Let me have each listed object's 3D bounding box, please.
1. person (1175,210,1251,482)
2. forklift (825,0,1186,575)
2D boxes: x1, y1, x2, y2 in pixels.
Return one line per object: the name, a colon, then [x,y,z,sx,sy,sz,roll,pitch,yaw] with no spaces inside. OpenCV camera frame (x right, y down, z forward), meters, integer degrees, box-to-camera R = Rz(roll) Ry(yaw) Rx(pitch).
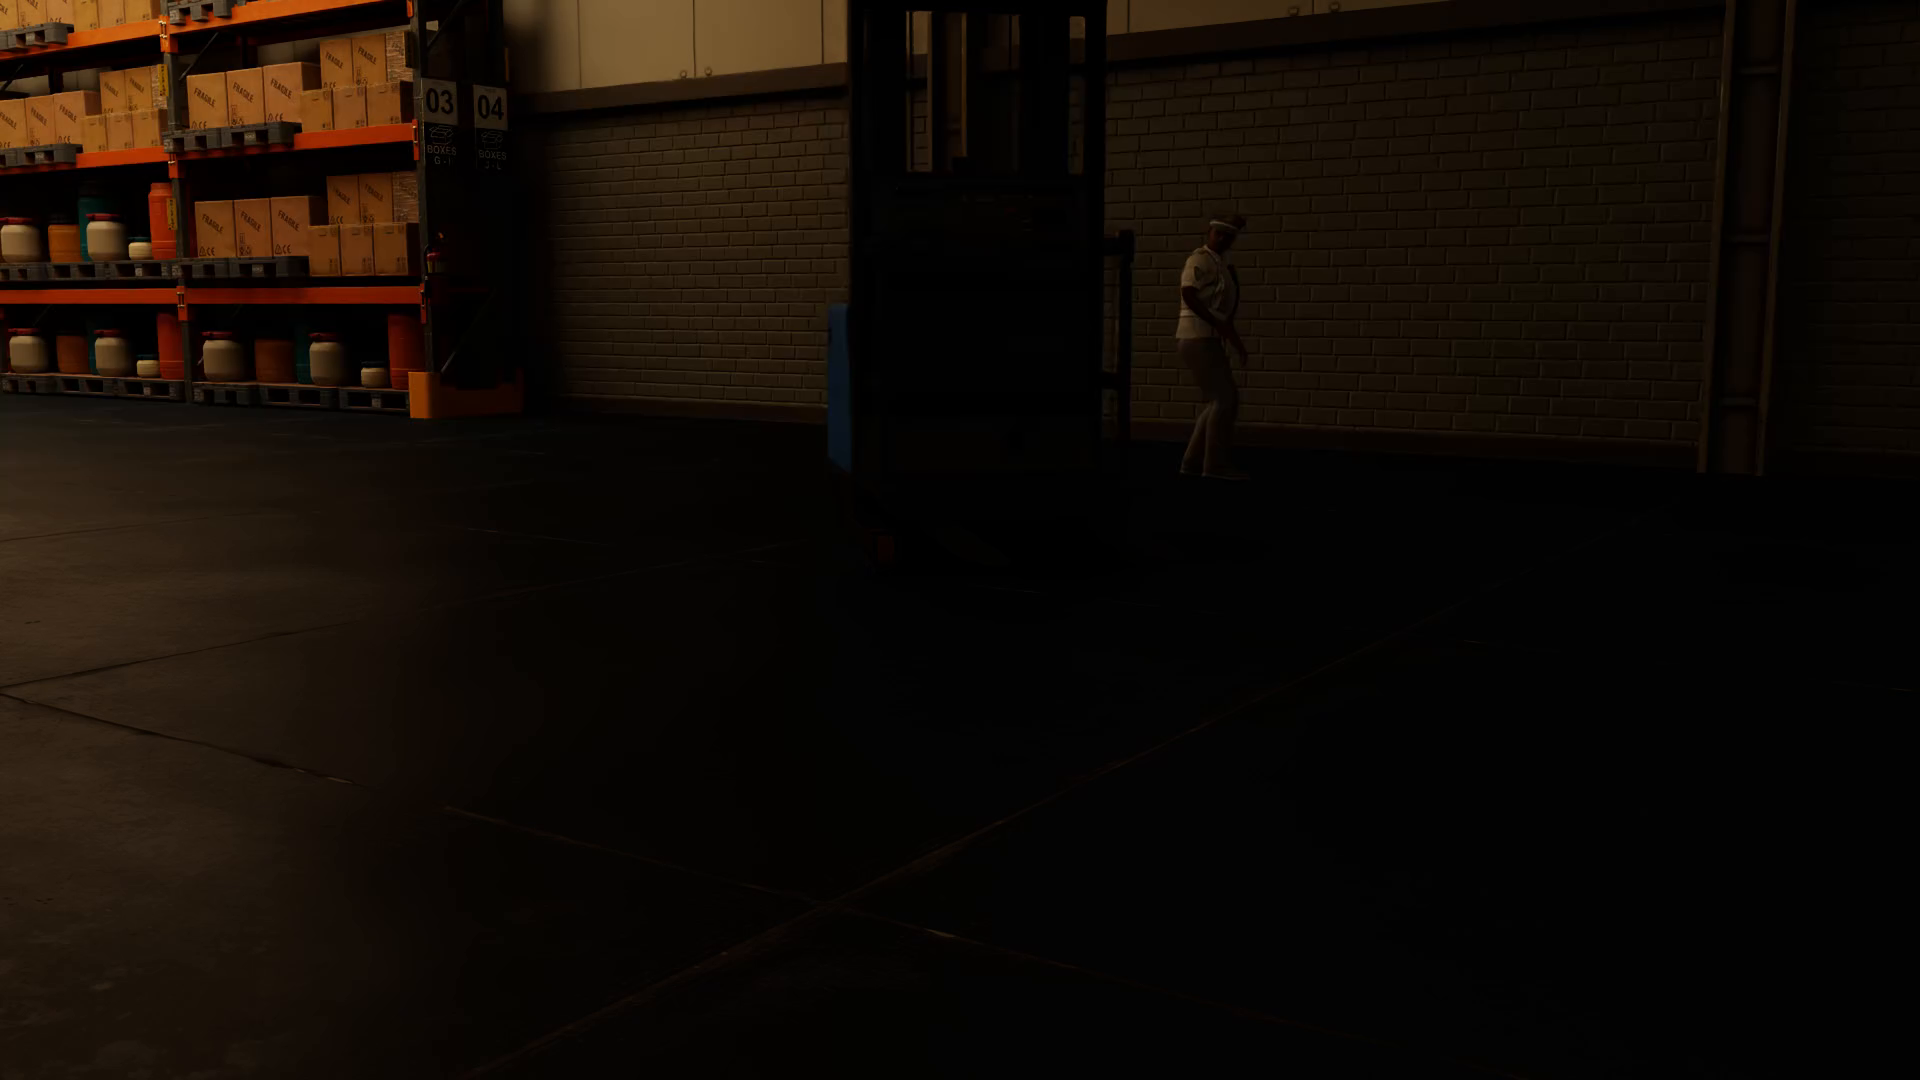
person: [1.573,-1.185,10.191,0.485,1.637,0.655,2,8,17]
forklift: [0.128,-1.367,6.805,1.130,2.935,3.031,-2,8,-11]
